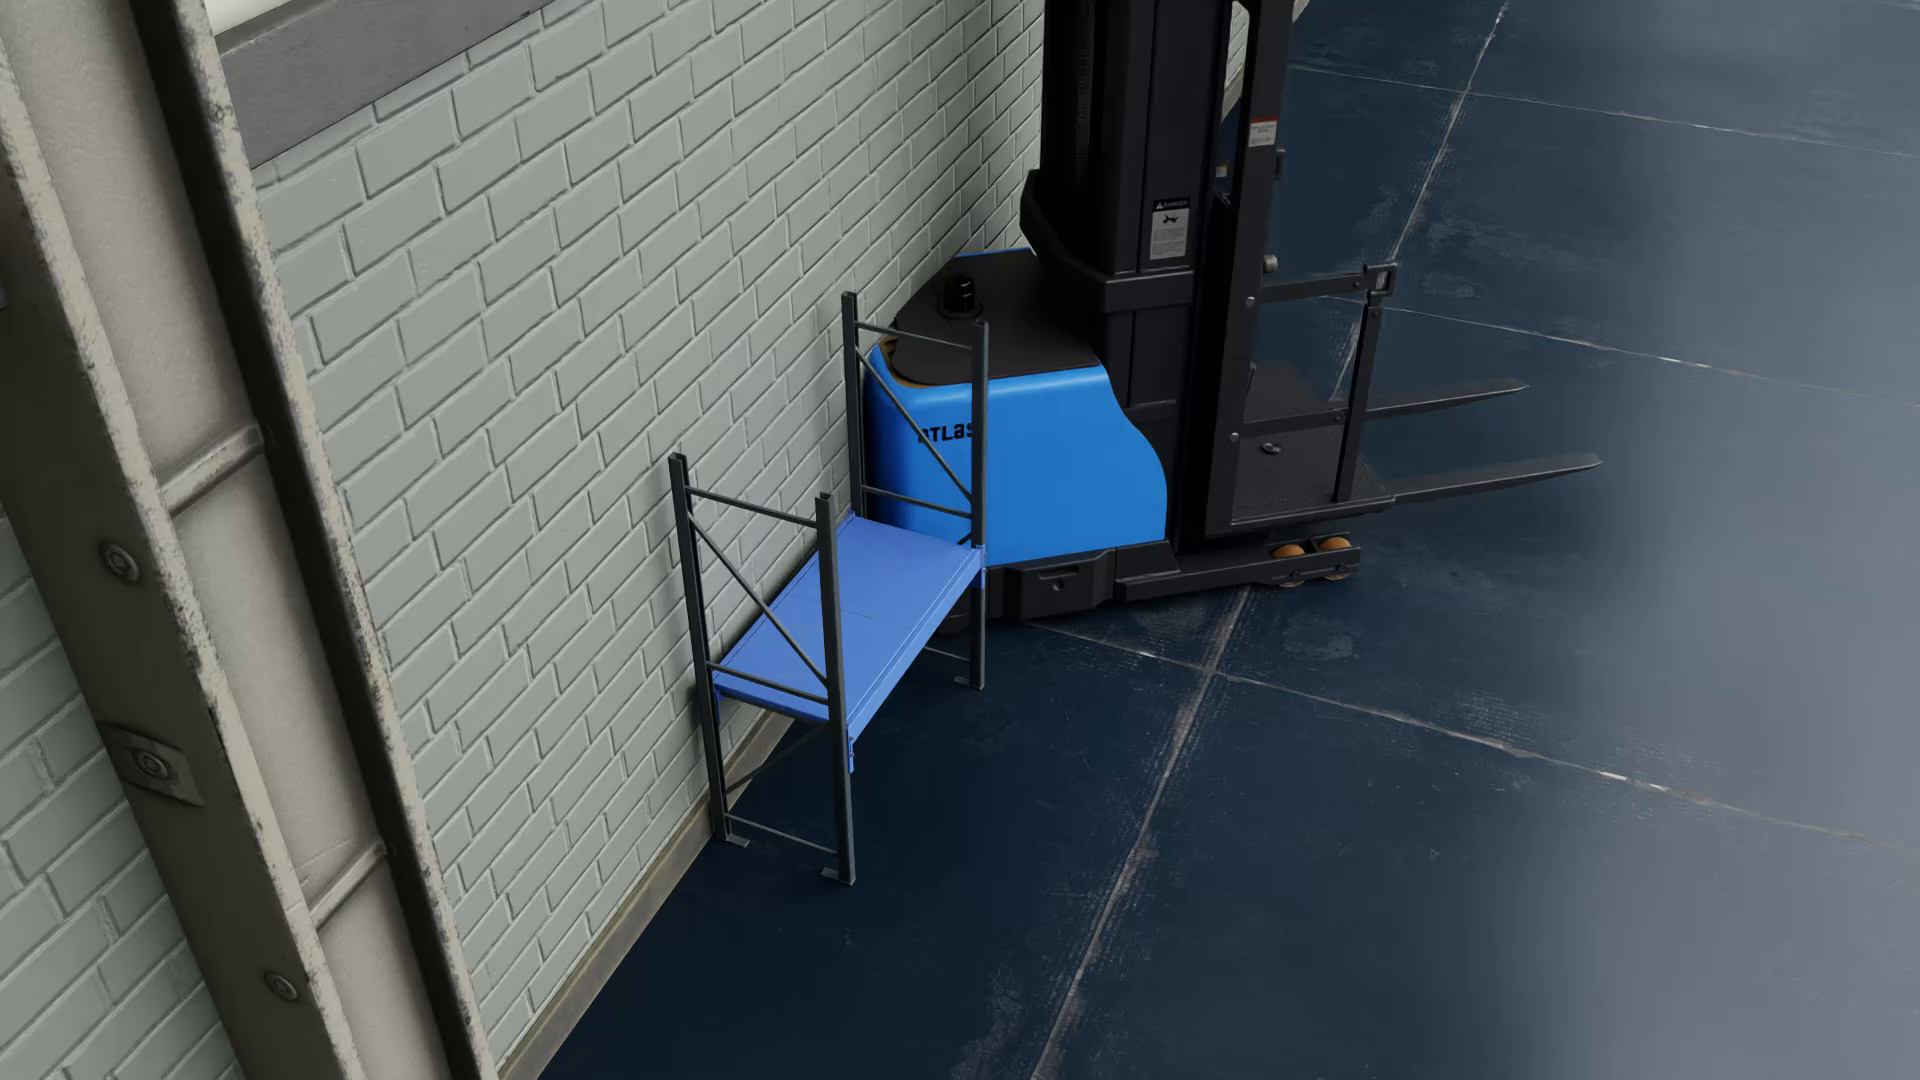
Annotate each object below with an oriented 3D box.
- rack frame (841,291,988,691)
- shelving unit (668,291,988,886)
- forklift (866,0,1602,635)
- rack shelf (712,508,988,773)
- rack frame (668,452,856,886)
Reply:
[{"bbox_3d":[-0.145,-0.125,5.665,0.500,1.500,0.032,15,39,19],"label":"rack frame"},{"bbox_3d":[-0.356,0.152,5.295,0.538,1.500,1.048,15,39,19],"label":"shelving unit"},{"bbox_3d":[1.081,-1.288,6.025,3.031,2.935,1.130,-8,38,-11],"label":"forklift"},{"bbox_3d":[-0.356,0.296,5.402,0.538,0.185,1.000,15,39,19],"label":"rack shelf"},{"bbox_3d":[-0.566,0.429,4.924,0.500,1.500,0.032,15,39,19],"label":"rack frame"}]
